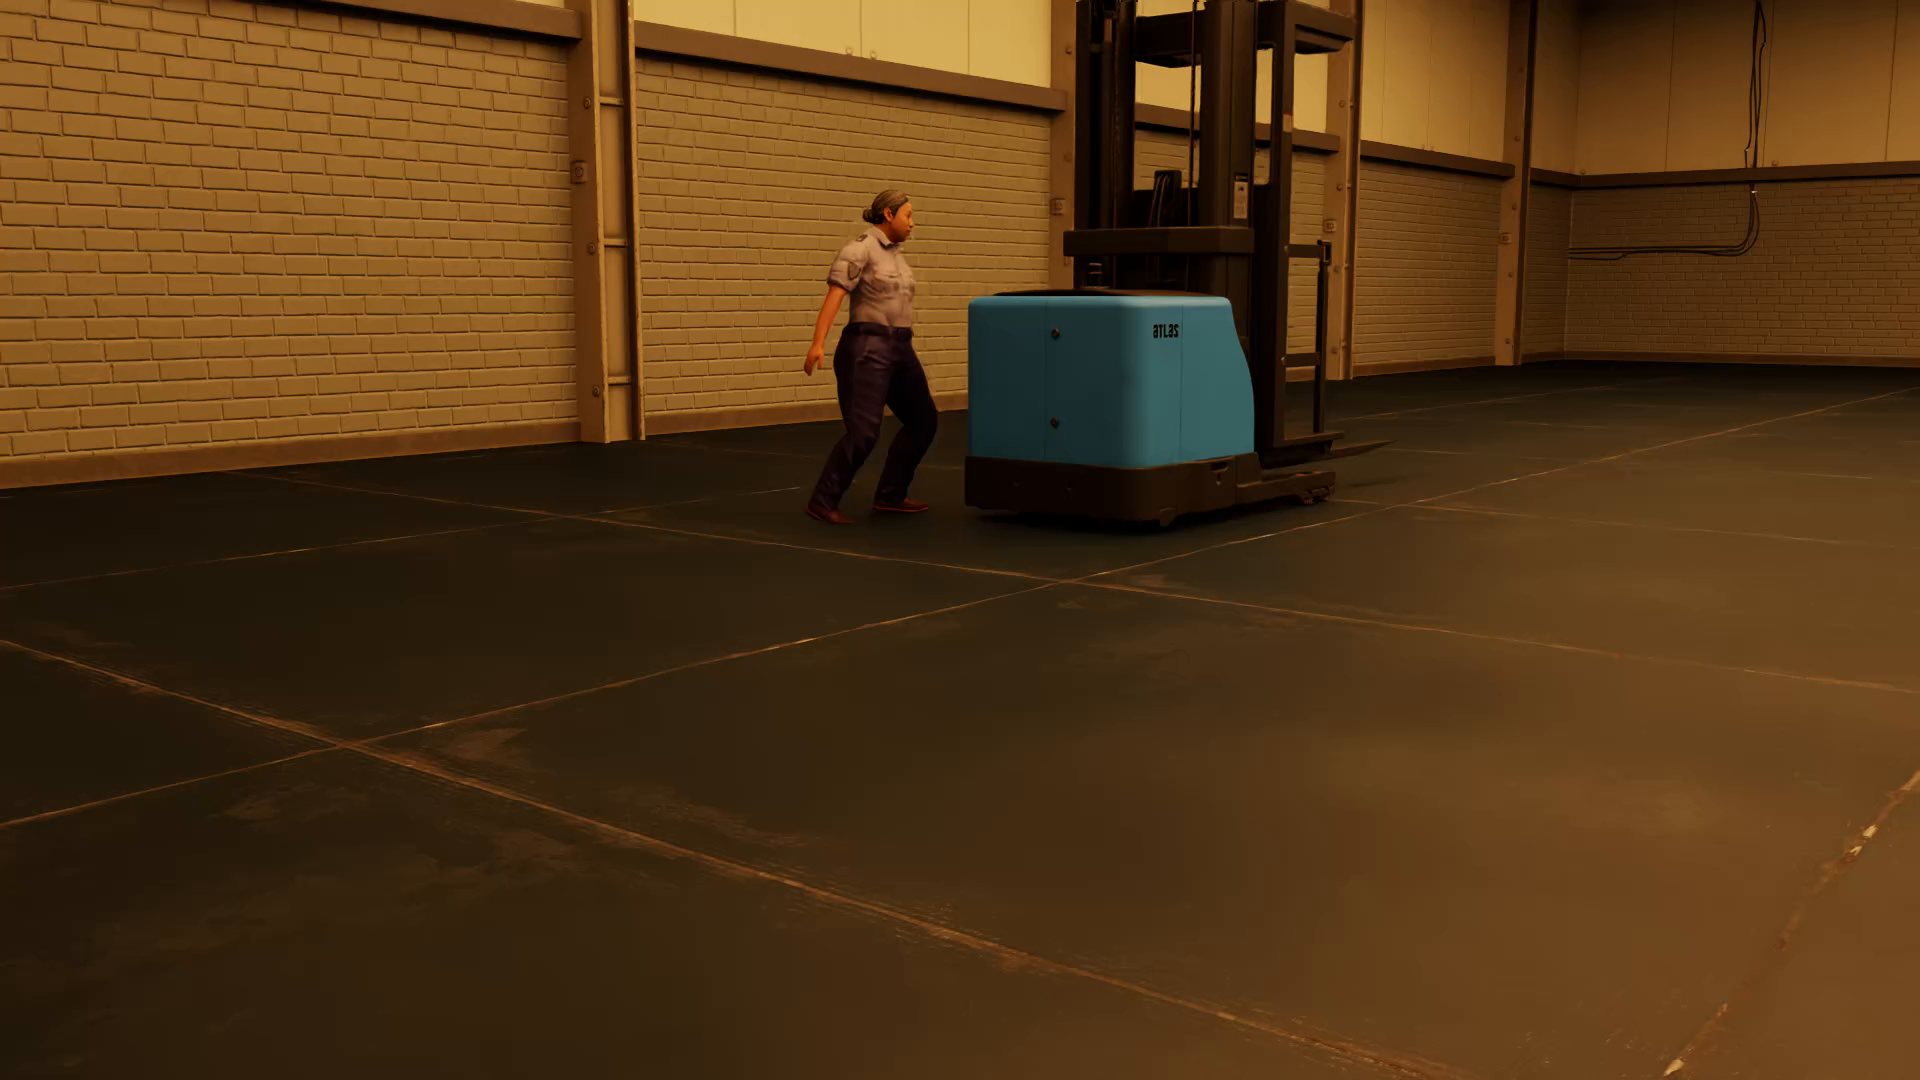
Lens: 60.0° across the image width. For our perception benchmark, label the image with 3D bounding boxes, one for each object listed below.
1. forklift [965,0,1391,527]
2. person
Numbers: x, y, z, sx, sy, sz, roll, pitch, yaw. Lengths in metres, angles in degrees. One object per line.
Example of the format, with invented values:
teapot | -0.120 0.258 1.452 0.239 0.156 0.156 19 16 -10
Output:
forklift | 1.341 -1.673 8.717 1.130 2.935 3.031 7 11 39
person | -0.456 -0.864 8.029 0.476 1.631 0.840 5 10 31
